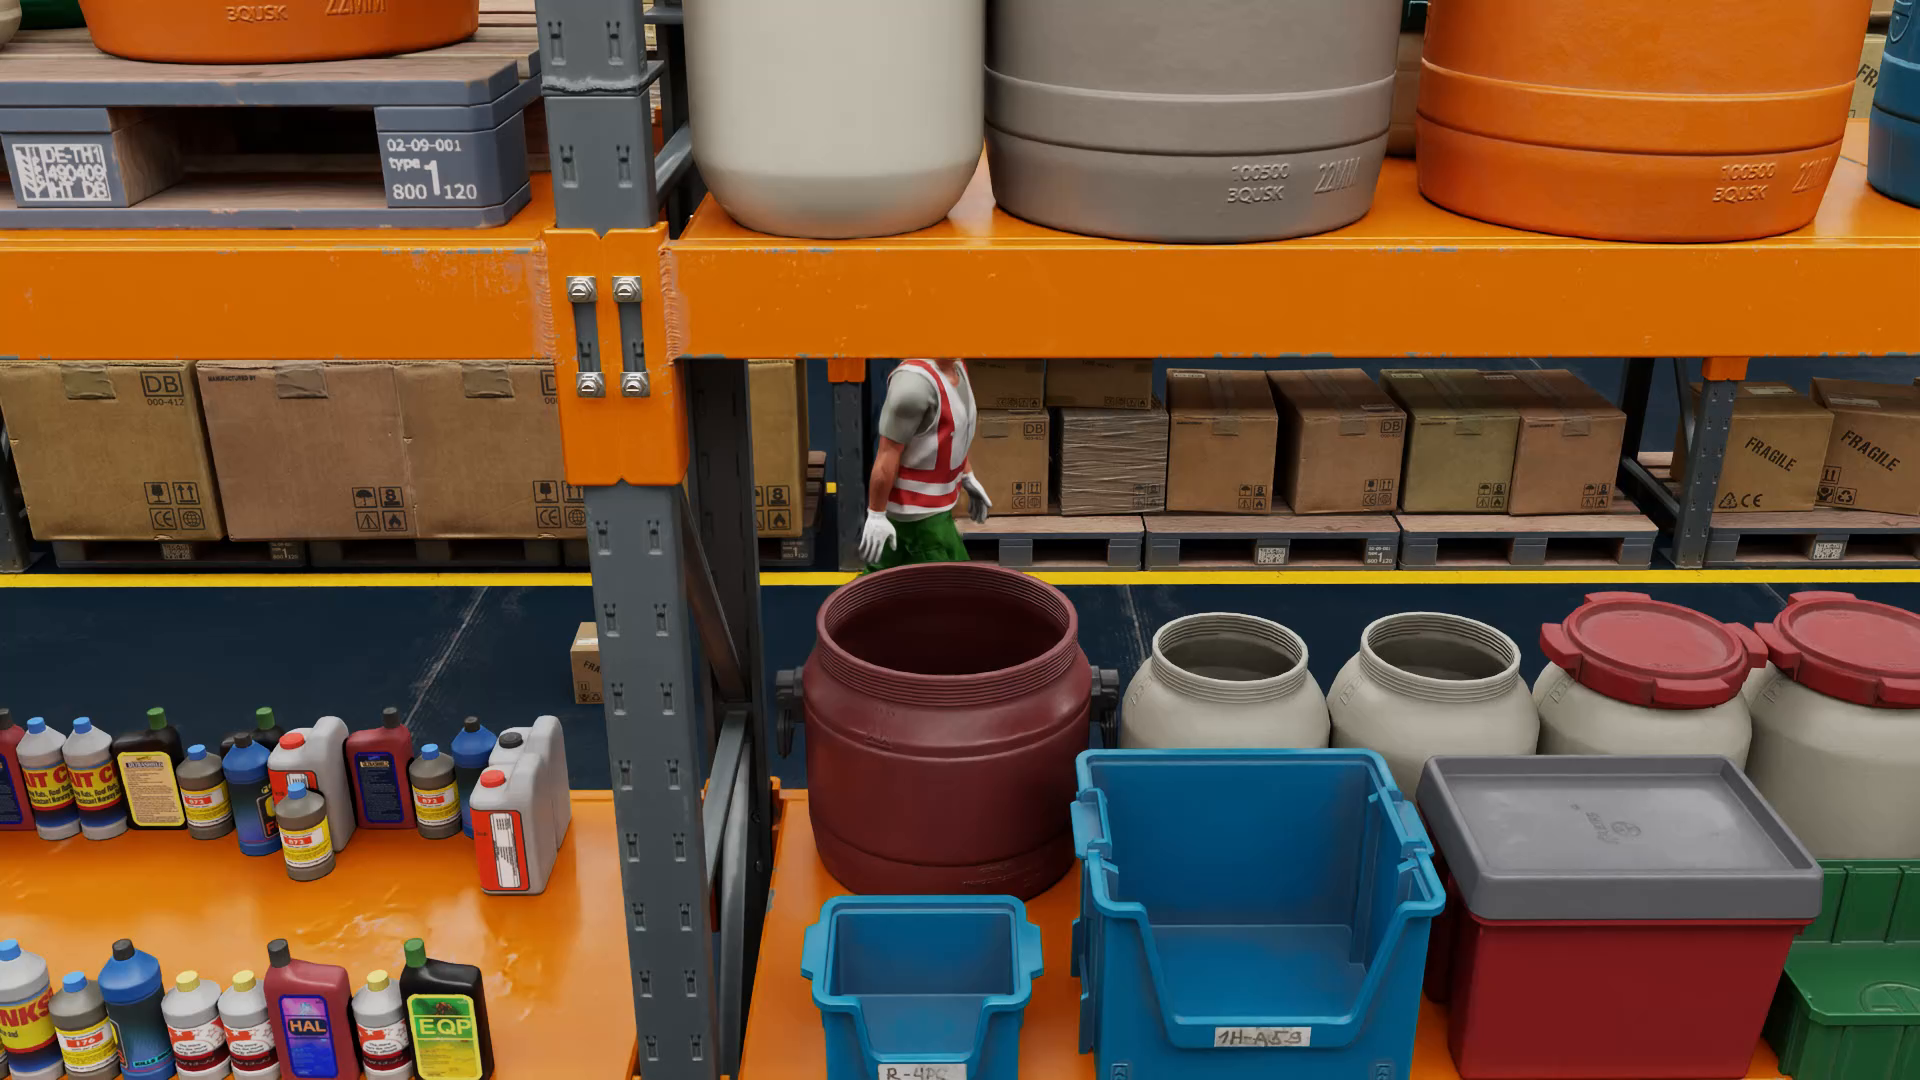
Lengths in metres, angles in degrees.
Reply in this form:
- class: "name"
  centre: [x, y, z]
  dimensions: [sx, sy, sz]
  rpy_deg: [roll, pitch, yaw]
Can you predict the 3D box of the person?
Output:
- class: "person"
  centre: [-0.070, -0.156, 6.403]
  dimensions: [1.013, 1.721, 0.577]
  rpy_deg: [4, 24, 9]
